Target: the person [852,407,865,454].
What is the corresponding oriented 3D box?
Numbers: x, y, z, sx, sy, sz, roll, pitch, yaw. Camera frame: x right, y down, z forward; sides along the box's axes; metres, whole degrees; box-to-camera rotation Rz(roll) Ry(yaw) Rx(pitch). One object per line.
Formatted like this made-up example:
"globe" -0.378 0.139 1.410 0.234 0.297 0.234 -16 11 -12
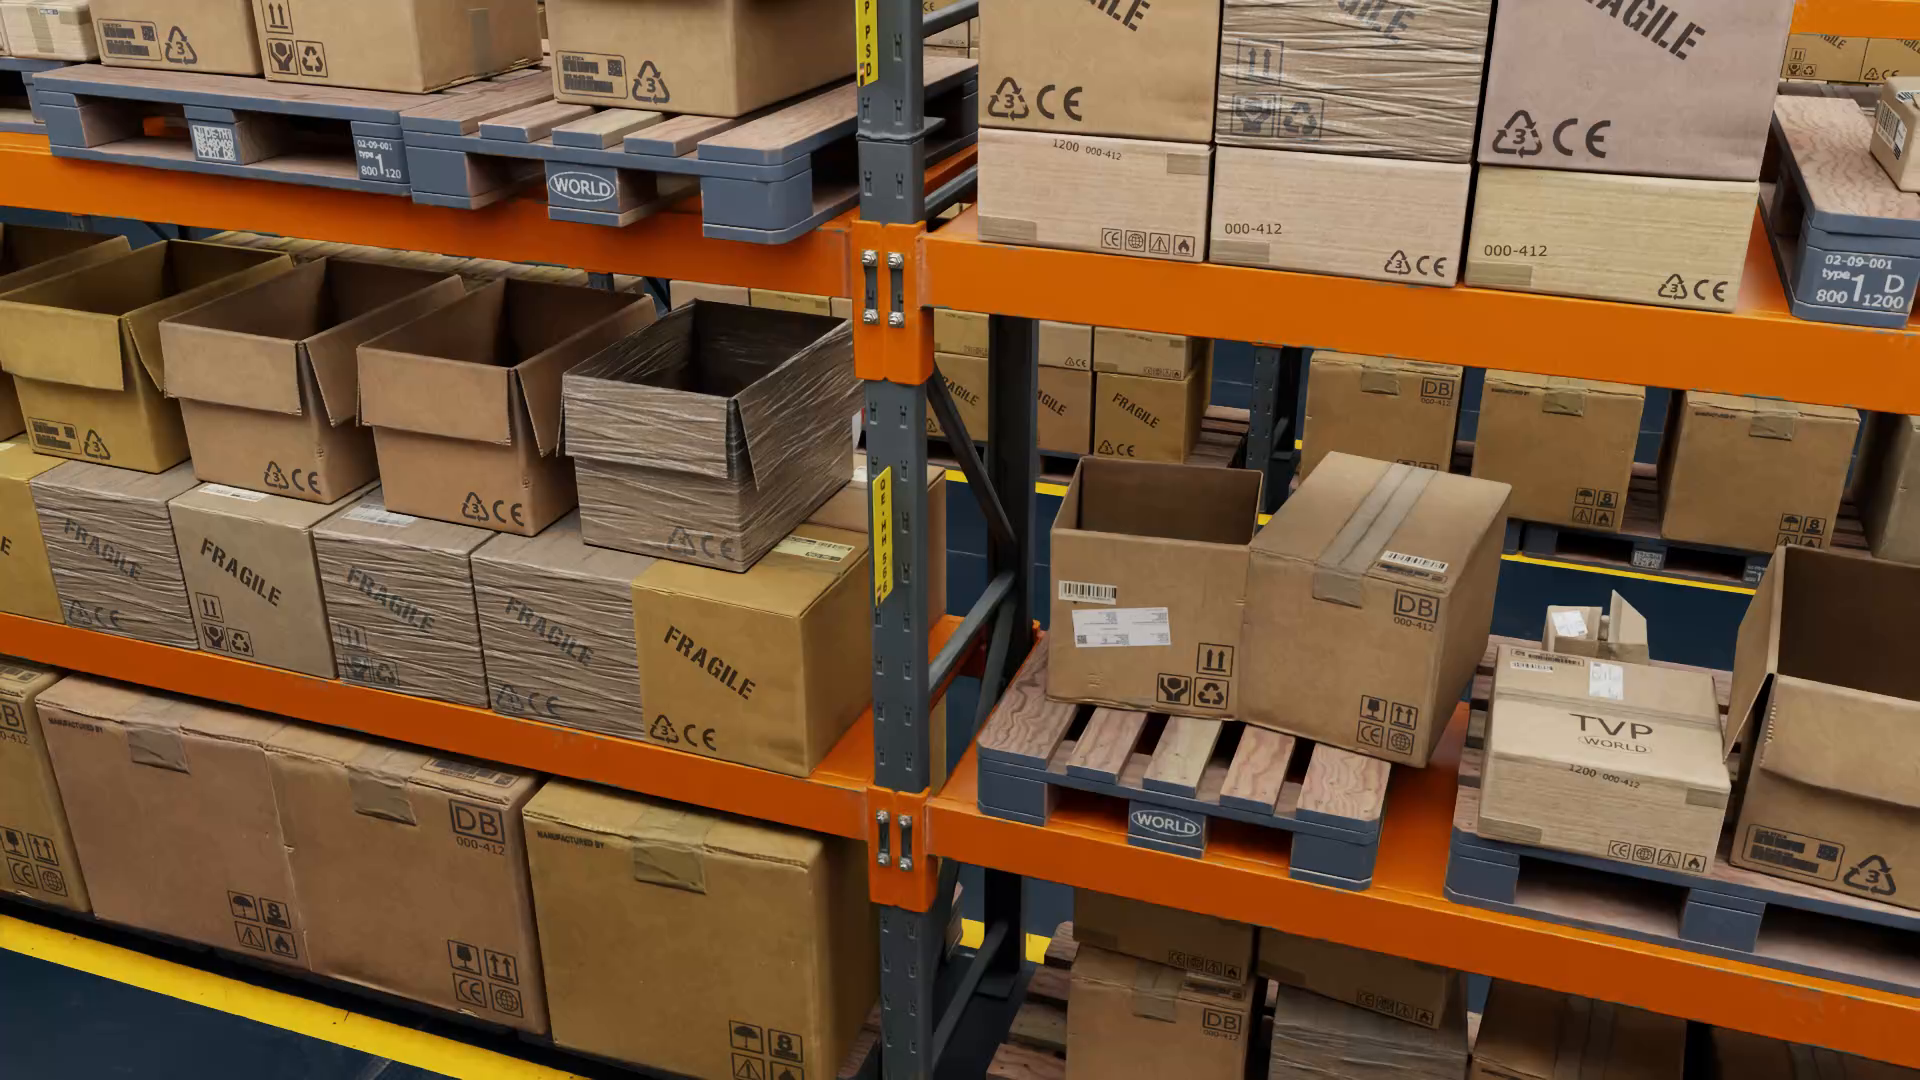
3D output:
"person" -0.620 -0.009 6.704 0.527 1.790 0.575 6 26 12
